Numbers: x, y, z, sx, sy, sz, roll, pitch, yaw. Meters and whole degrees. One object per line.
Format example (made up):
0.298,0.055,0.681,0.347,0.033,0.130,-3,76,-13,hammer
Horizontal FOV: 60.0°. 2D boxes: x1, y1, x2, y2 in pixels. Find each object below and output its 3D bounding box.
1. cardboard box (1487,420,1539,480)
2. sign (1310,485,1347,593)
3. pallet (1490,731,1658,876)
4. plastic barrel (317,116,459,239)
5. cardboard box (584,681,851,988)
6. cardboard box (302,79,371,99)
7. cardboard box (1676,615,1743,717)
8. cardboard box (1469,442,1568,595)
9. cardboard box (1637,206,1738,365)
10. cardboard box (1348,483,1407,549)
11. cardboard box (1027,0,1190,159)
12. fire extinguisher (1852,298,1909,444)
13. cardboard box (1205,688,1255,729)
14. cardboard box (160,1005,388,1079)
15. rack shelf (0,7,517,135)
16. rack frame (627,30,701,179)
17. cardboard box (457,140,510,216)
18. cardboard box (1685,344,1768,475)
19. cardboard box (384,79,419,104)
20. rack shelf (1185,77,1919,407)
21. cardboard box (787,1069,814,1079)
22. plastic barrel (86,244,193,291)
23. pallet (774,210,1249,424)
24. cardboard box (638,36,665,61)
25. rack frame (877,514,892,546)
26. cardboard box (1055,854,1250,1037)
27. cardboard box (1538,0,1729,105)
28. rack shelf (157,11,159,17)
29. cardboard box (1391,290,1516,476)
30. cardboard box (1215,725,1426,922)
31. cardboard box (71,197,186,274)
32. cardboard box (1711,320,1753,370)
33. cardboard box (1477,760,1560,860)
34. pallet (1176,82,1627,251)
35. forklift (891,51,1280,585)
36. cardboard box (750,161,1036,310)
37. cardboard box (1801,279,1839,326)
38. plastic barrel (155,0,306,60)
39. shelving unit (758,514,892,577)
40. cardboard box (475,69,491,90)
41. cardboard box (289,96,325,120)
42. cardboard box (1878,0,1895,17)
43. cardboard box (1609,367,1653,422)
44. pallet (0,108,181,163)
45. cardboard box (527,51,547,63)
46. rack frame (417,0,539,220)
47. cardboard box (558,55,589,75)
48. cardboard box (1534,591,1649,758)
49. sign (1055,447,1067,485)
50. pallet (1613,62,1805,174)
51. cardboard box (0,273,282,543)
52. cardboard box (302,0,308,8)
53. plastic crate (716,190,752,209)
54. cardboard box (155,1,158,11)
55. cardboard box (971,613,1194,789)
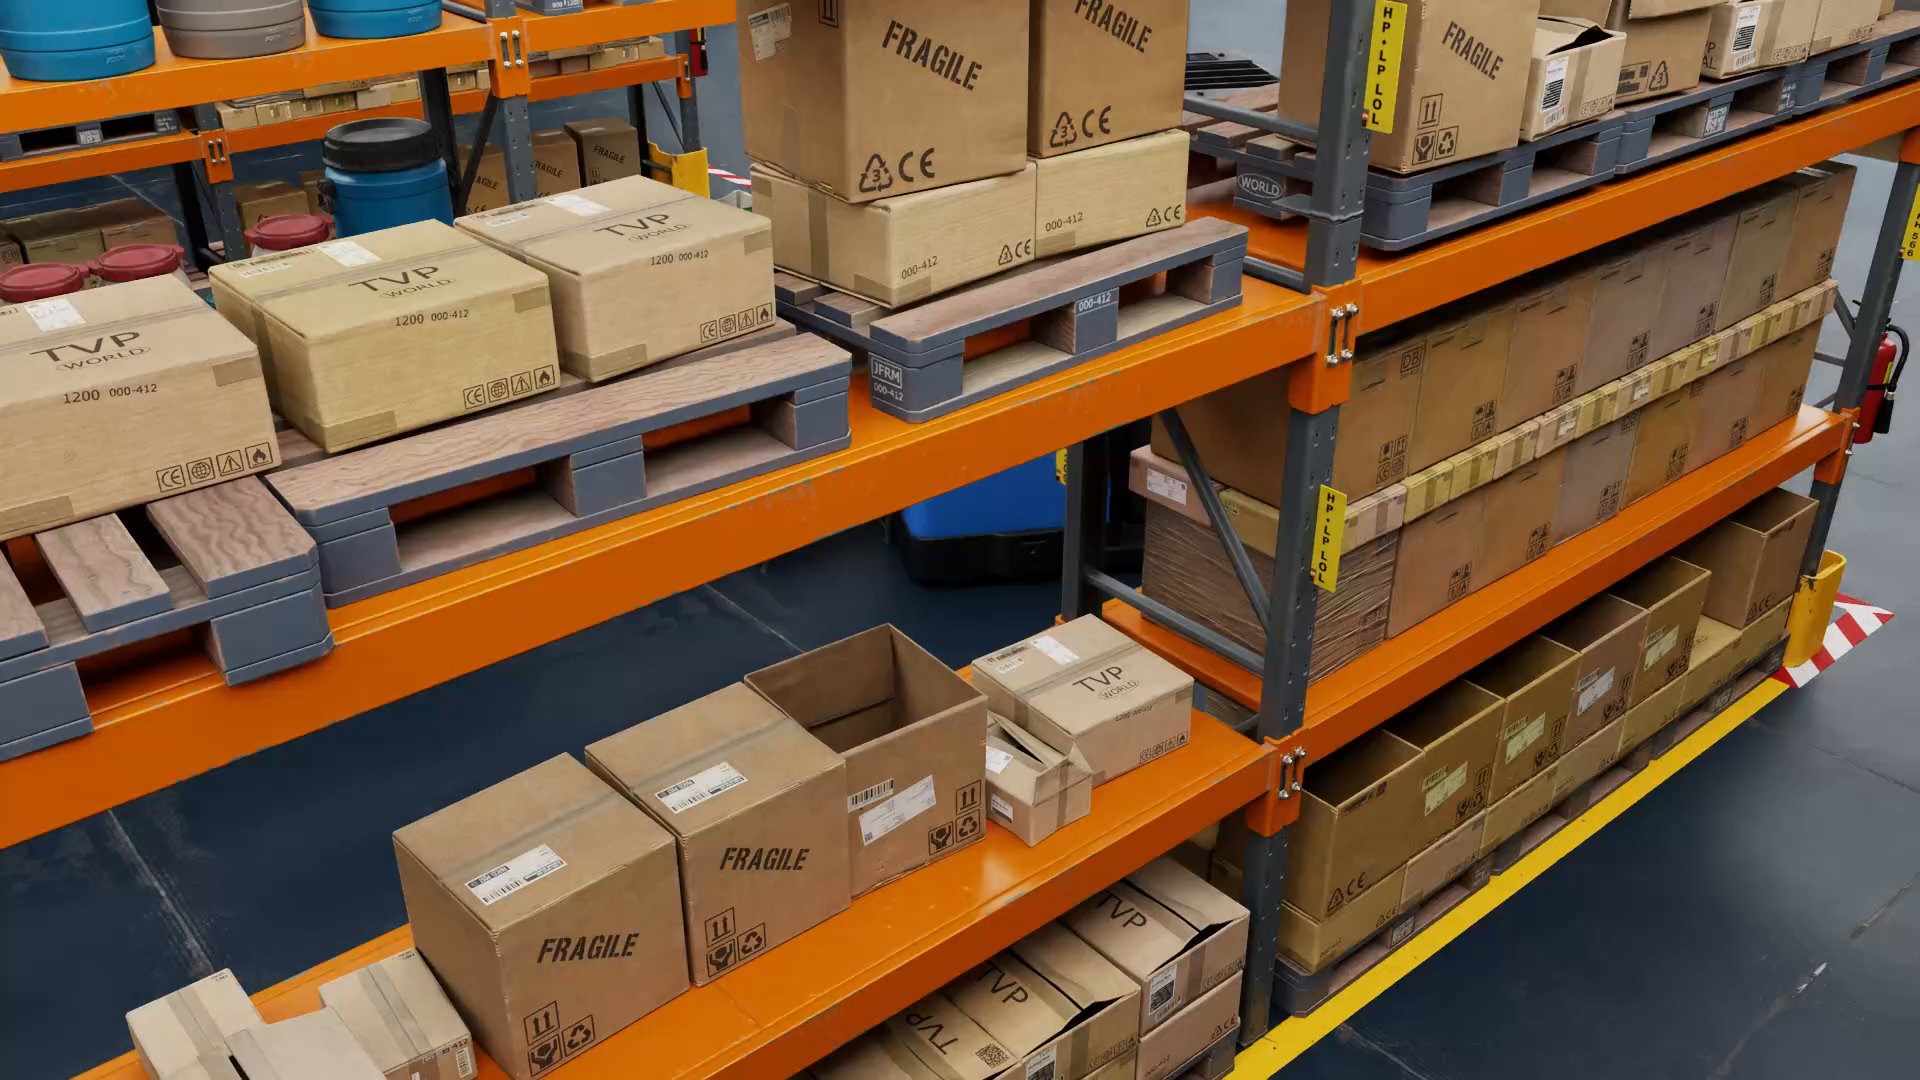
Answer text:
1.835,-0.375,5.975,0.250,0.149,0.380,-23,36,-36,cardboard box
1.088,-0.003,4.929,0.005,0.325,0.100,-22,35,-35,sign
2.289,0.907,7.328,1.213,0.211,1.003,-22,35,-35,pallet
-2.974,-1.708,8.732,0.708,0.901,0.600,-22,35,-35,plastic barrel
-0.648,0.780,4.501,0.500,0.500,0.500,-22,35,-35,cardboard box
-4.913,-3.703,12.576,0.500,0.500,0.875,-22,35,-35,cardboard box
3.183,0.512,7.581,0.500,0.250,0.500,-22,35,-35,cardboard box
1.843,-0.217,6.367,0.500,0.500,0.700,-21,35,-34,cardboard box
2.588,-1.087,6.620,0.500,0.500,0.700,-22,35,-35,cardboard box
1.249,-0.139,5.533,0.250,0.149,0.380,-21,35,-34,cardboard box
0.234,-1.317,4.268,0.500,0.500,0.500,-21,35,-34,cardboard box
4.163,-0.778,7.606,0.183,0.674,0.296,-22,35,-35,fire extinguisher
1.327,0.609,6.605,0.500,0.500,0.500,-22,35,-35,cardboard box
-1.508,1.340,3.655,0.500,0.311,0.500,-22,35,-35,cardboard box
-4.005,-1.890,7.185,4.000,0.370,1.077,-22,35,-35,rack shelf
-2.655,-4.496,14.480,0.127,3.000,1.000,-22,35,-35,rack frame
-4.062,-3.014,13.914,0.500,0.500,0.500,-18,33,-30,cardboard box
3.012,-0.686,7.246,0.500,0.500,0.700,-21,34,-34,cardboard box
-4.405,-3.511,12.903,0.250,0.149,0.380,-22,35,-35,cardboard box
2.250,-1.337,6.149,4.000,0.370,1.077,-22,35,-35,rack shelf
-0.551,1.753,4.663,0.500,0.311,0.500,-22,35,-36,cardboard box
-3.912,-1.118,8.015,0.433,0.535,0.433,0,28,0,plastic barrel
0.066,-0.683,4.366,1.217,0.209,0.805,-24,36,-37,pallet
-2.738,-4.224,14.238,0.250,0.149,0.380,-22,35,-35,cardboard box
-0.482,-0.713,8.994,0.023,1.500,0.400,-14,31,-25,rack frame
0.606,1.288,5.535,0.500,0.311,0.500,-22,35,-35,cardboard box
2.063,-1.793,5.537,0.637,0.503,0.797,-18,33,-30,cardboard box
-7.319,-5.376,16.891,4.000,0.370,1.077,-22,35,-35,rack shelf
1.446,-0.628,5.761,0.500,0.500,0.700,-22,35,-35,cardboard box
1.284,0.948,5.970,0.500,0.500,0.500,-22,35,-35,cardboard box
-6.179,-2.184,12.339,0.500,0.500,0.700,-25,37,-39,cardboard box
3.019,-0.853,6.869,0.250,0.149,0.380,-21,35,-34,cardboard box
2.045,0.973,6.719,0.500,0.250,0.500,-22,35,-35,cardboard box
1.361,-1.273,5.361,1.213,0.211,1.003,-22,35,-35,pallet
1.128,-1.392,8.745,3.031,2.935,1.130,-5,29,-10,forklift
-0.163,-0.807,4.109,0.500,0.250,0.500,24,37,38,cardboard box
3.604,-1.088,7.309,0.250,0.149,0.380,-23,35,-36,cardboard box
-3.227,-2.607,7.231,0.600,0.901,0.600,0,28,0,plastic barrel
-0.805,-0.632,8.842,0.755,1.500,0.431,-14,31,-25,shelving unit
-3.811,-3.727,13.309,0.250,0.149,0.380,-22,35,-35,cardboard box
-4.969,-3.278,12.467,0.250,0.149,0.380,-22,35,-35,cardboard box
3.332,-2.384,6.642,0.637,0.503,0.797,-19,34,-32,cardboard box
2.426,-0.613,6.419,0.250,0.149,0.380,-22,35,-36,cardboard box
-6.374,-3.006,11.896,1.213,0.211,1.003,-22,35,-35,pallet
-3.803,-4.179,13.466,0.500,0.500,0.875,-22,35,-35,cardboard box
-2.484,-1.496,8.868,0.127,3.000,1.000,-22,35,-35,rack frame
-3.286,-3.982,13.785,0.250,0.149,0.380,-22,35,-35,cardboard box
2.424,0.488,6.830,0.500,0.500,0.500,-22,35,-35,cardboard box
0.367,-0.334,5.691,0.005,0.325,0.100,-22,35,-35,sign
2.288,-1.645,6.056,1.213,0.211,1.003,-22,35,-35,pallet
-1.619,-0.263,3.091,0.500,0.250,0.500,-21,34,-34,cardboard box
-4.812,-4.089,12.236,0.500,0.500,0.500,-22,35,-35,cardboard box
-1.413,-1.968,10.029,0.437,0.136,0.530,-22,35,-35,plastic crate
-8.164,-5.441,16.090,0.550,0.550,0.875,-22,35,-35,cardboard box
0.382,0.513,5.266,0.500,0.250,0.500,-19,34,-32,cardboard box
